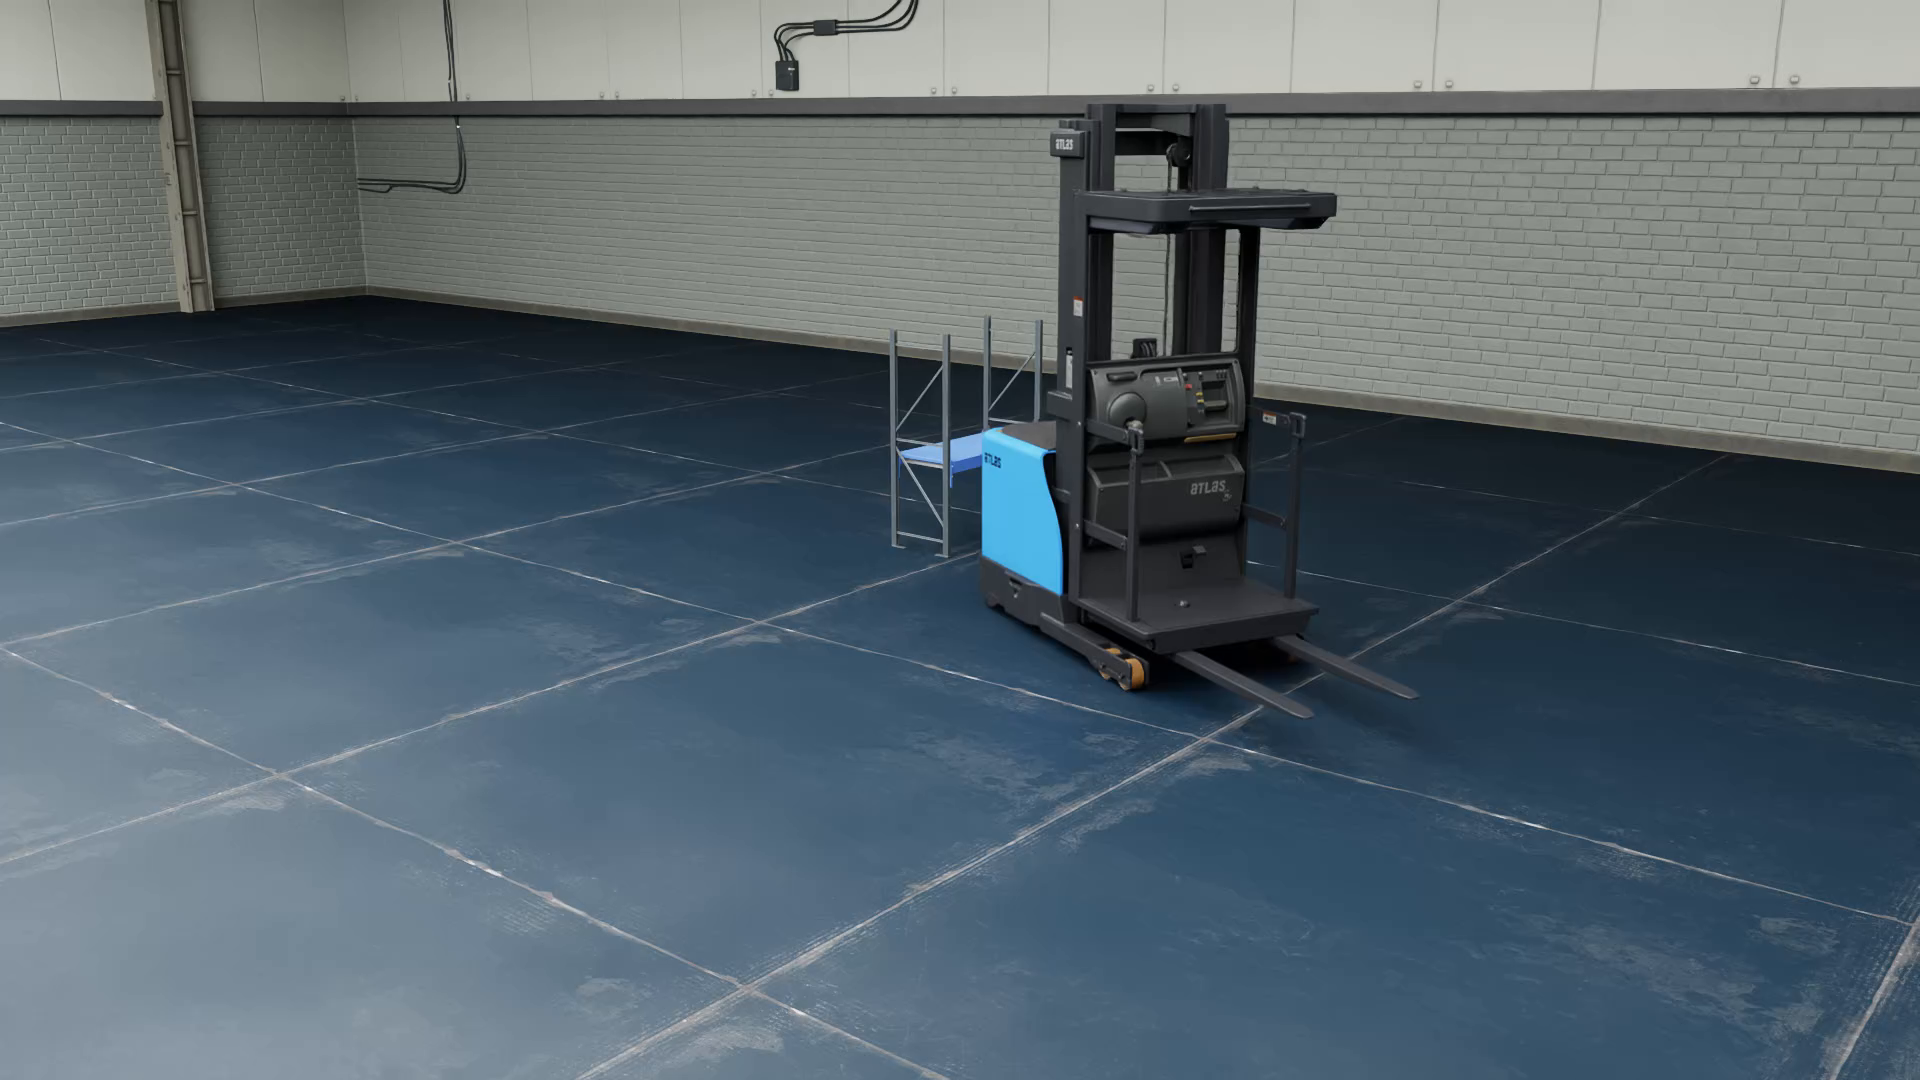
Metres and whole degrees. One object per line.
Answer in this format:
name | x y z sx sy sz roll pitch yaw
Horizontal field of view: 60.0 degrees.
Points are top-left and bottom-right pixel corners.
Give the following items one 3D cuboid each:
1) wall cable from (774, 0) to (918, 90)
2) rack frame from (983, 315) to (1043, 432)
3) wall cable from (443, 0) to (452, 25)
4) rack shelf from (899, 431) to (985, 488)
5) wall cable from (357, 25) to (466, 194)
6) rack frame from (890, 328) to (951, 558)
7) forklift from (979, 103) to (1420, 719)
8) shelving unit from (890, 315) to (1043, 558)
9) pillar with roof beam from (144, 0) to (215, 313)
wall cable | -1.397 -8.400 19.505 2.305 6.003 0.169 11 18 38
rack frame | 0.373 -0.841 11.886 0.500 1.500 0.032 11 18 38
wall cable | -6.667 -8.748 23.831 3.097 2.526 0.112 11 18 38
rack shelf | 0.054 -0.569 11.547 0.538 0.185 1.000 11 18 38
wall cable | -8.771 -6.719 26.101 3.097 2.526 0.112 11 18 38
rack frame | -0.266 -0.646 11.119 0.500 1.500 0.032 11 18 38
forklift | 1.209 -0.768 8.692 1.130 2.935 3.031 -7 16 -25
shelving unit | 0.054 -0.743 11.503 0.538 1.500 1.048 11 18 38
pillar with roof beam | -8.303 -7.198 21.680 9.100 9.000 0.400 11 18 38
